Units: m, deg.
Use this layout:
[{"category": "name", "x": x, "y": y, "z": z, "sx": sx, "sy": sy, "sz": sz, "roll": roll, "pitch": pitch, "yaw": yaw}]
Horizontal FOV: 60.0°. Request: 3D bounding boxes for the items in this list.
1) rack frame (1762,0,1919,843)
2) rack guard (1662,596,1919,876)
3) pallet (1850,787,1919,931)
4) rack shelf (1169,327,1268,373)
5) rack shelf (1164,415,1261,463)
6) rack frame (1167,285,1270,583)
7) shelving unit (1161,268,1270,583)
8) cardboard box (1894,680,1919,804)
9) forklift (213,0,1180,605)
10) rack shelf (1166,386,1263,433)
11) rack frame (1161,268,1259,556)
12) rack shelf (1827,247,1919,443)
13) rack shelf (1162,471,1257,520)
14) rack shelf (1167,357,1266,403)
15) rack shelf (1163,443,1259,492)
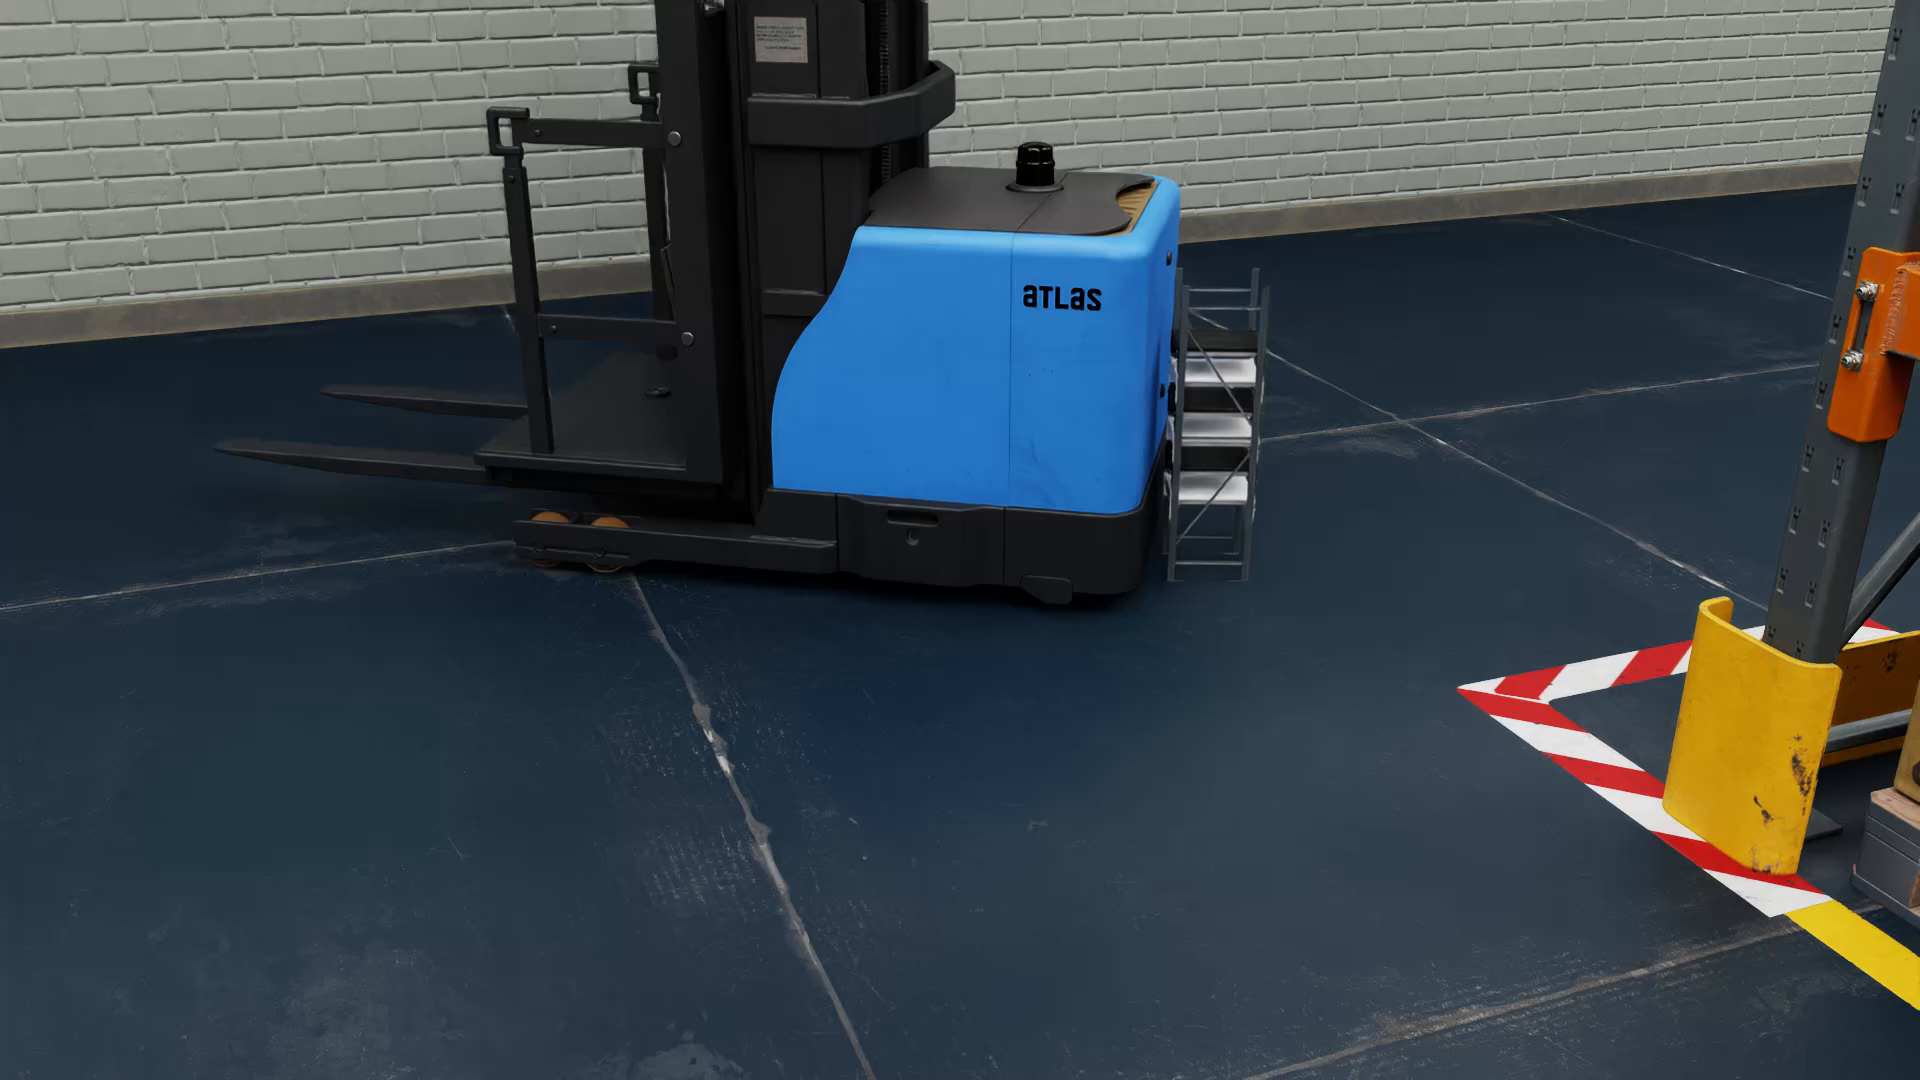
[{"category": "rack frame", "x": 2.202, "y": -0.791, "z": 3.265, "sx": 1.000, "sy": 3.000, "sz": 0.127, "roll": -8, "pitch": 24, "yaw": -19}, {"category": "rack guard", "x": 2.194, "y": 0.352, "z": 3.771, "sx": 1.175, "sy": 0.500, "sz": 0.348, "roll": -8, "pitch": 24, "yaw": -19}, {"category": "pallet", "x": 2.558, "y": 0.774, "z": 3.142, "sx": 1.003, "sy": 0.211, "sz": 1.213, "roll": -8, "pitch": 24, "yaw": -19}, {"category": "rack shelf", "x": 0.739, "y": -0.547, "z": 4.780, "sx": 0.258, "sy": 0.077, "sz": 0.200, "roll": 1, "pitch": 23, "yaw": 1}, {"category": "rack shelf", "x": 0.739, "y": -0.298, "z": 4.885, "sx": 0.258, "sy": 0.077, "sz": 0.200, "roll": 1, "pitch": 23, "yaw": 1}, {"category": "rack frame", "x": 0.737, "y": -0.289, "z": 4.778, "sx": 0.240, "sy": 0.900, "sz": 0.006, "roll": 1, "pitch": 23, "yaw": 1}, {"category": "shelving unit", "x": 0.739, "y": -0.329, "z": 4.872, "sx": 0.258, "sy": 0.900, "sz": 0.210, "roll": 1, "pitch": 23, "yaw": 1}, {"category": "cardboard box", "x": 2.503, "y": 0.216, "z": 3.070, "sx": 0.875, "sy": 0.875, "sz": 0.875, "roll": -8, "pitch": 24, "yaw": -19}, {"category": "forklift", "x": -0.874, "y": -1.445, "z": 4.904, "sx": 3.031, "sy": 2.935, "sz": 1.130, "roll": 5, "pitch": 23, "yaw": 11}, {"category": "rack shelf", "x": 0.739, "y": -0.381, "z": 4.850, "sx": 0.258, "sy": 0.077, "sz": 0.200, "roll": 1, "pitch": 23, "yaw": 1}, {"category": "rack frame", "x": 0.742, "y": -0.368, "z": 4.965, "sx": 0.240, "sy": 0.900, "sz": 0.006, "roll": 1, "pitch": 23, "yaw": 1}, {"category": "rack shelf", "x": 2.909, "y": 0.267, "z": 1.680, "sx": 1.077, "sy": 0.370, "sz": 4.000, "roll": -8, "pitch": 24, "yaw": -19}, {"category": "rack shelf", "x": 0.739, "y": -0.132, "z": 4.954, "sx": 0.258, "sy": 0.077, "sz": 0.200, "roll": 1, "pitch": 23, "yaw": 1}, {"category": "rack shelf", "x": 0.739, "y": -0.464, "z": 4.815, "sx": 0.258, "sy": 0.077, "sz": 0.200, "roll": 1, "pitch": 23, "yaw": 1}, {"category": "rack shelf", "x": 0.739, "y": -0.215, "z": 4.919, "sx": 0.258, "sy": 0.077, "sz": 0.200, "roll": 1, "pitch": 23, "yaw": 1}]
